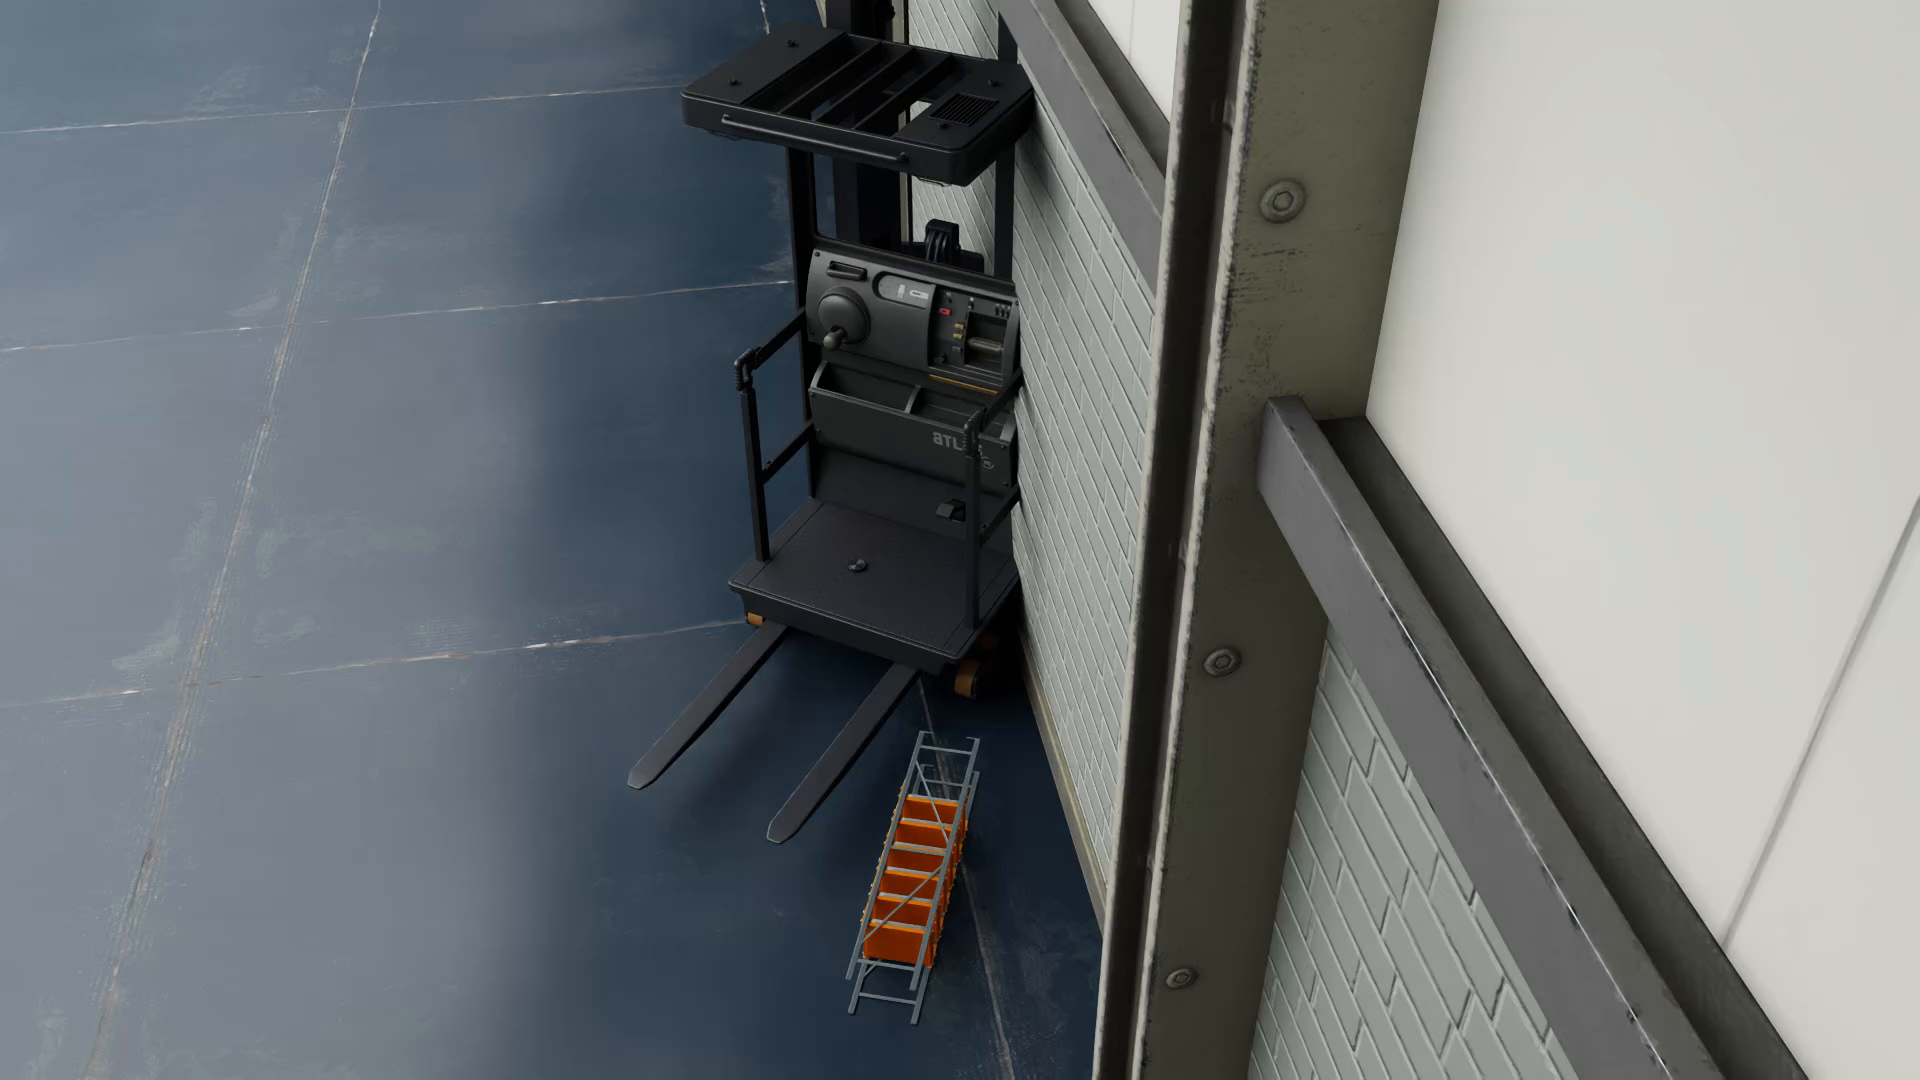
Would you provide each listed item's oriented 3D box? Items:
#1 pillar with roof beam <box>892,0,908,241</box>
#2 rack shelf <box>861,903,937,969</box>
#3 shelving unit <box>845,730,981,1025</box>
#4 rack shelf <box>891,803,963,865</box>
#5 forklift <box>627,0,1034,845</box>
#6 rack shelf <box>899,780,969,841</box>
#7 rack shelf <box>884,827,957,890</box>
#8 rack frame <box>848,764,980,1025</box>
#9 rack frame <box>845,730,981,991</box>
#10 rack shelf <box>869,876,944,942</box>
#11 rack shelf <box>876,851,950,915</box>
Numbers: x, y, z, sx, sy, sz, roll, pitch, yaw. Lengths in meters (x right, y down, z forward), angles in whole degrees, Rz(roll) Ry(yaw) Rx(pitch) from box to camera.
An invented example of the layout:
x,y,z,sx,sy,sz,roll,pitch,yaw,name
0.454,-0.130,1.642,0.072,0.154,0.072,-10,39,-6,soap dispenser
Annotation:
x,y,z,sx,sy,sz,roll,pitch,yaw,name
-4.713,-4.653,6.404,9.100,9.000,0.400,-6,38,-8,pillar with roof beam
-0.211,1.382,5.813,0.258,0.180,0.103,7,38,9,rack shelf
-0.152,1.192,6.058,0.258,0.189,1.200,7,38,9,shelving unit
-0.121,1.093,6.185,0.258,0.180,0.103,7,38,9,rack shelf
-0.278,-0.811,6.405,1.130,2.935,3.031,17,41,20,forklift
-0.098,1.021,6.278,0.258,0.180,0.103,7,38,9,rack shelf
-0.143,1.165,6.092,0.258,0.180,0.103,7,38,9,rack shelf
-0.152,1.265,6.114,0.240,0.006,1.200,7,38,9,rack frame
-0.152,1.120,6.001,0.240,0.006,1.200,7,38,9,rack frame
-0.189,1.310,5.906,0.258,0.180,0.103,7,38,9,rack shelf
-0.166,1.238,5.999,0.258,0.180,0.103,7,38,9,rack shelf
